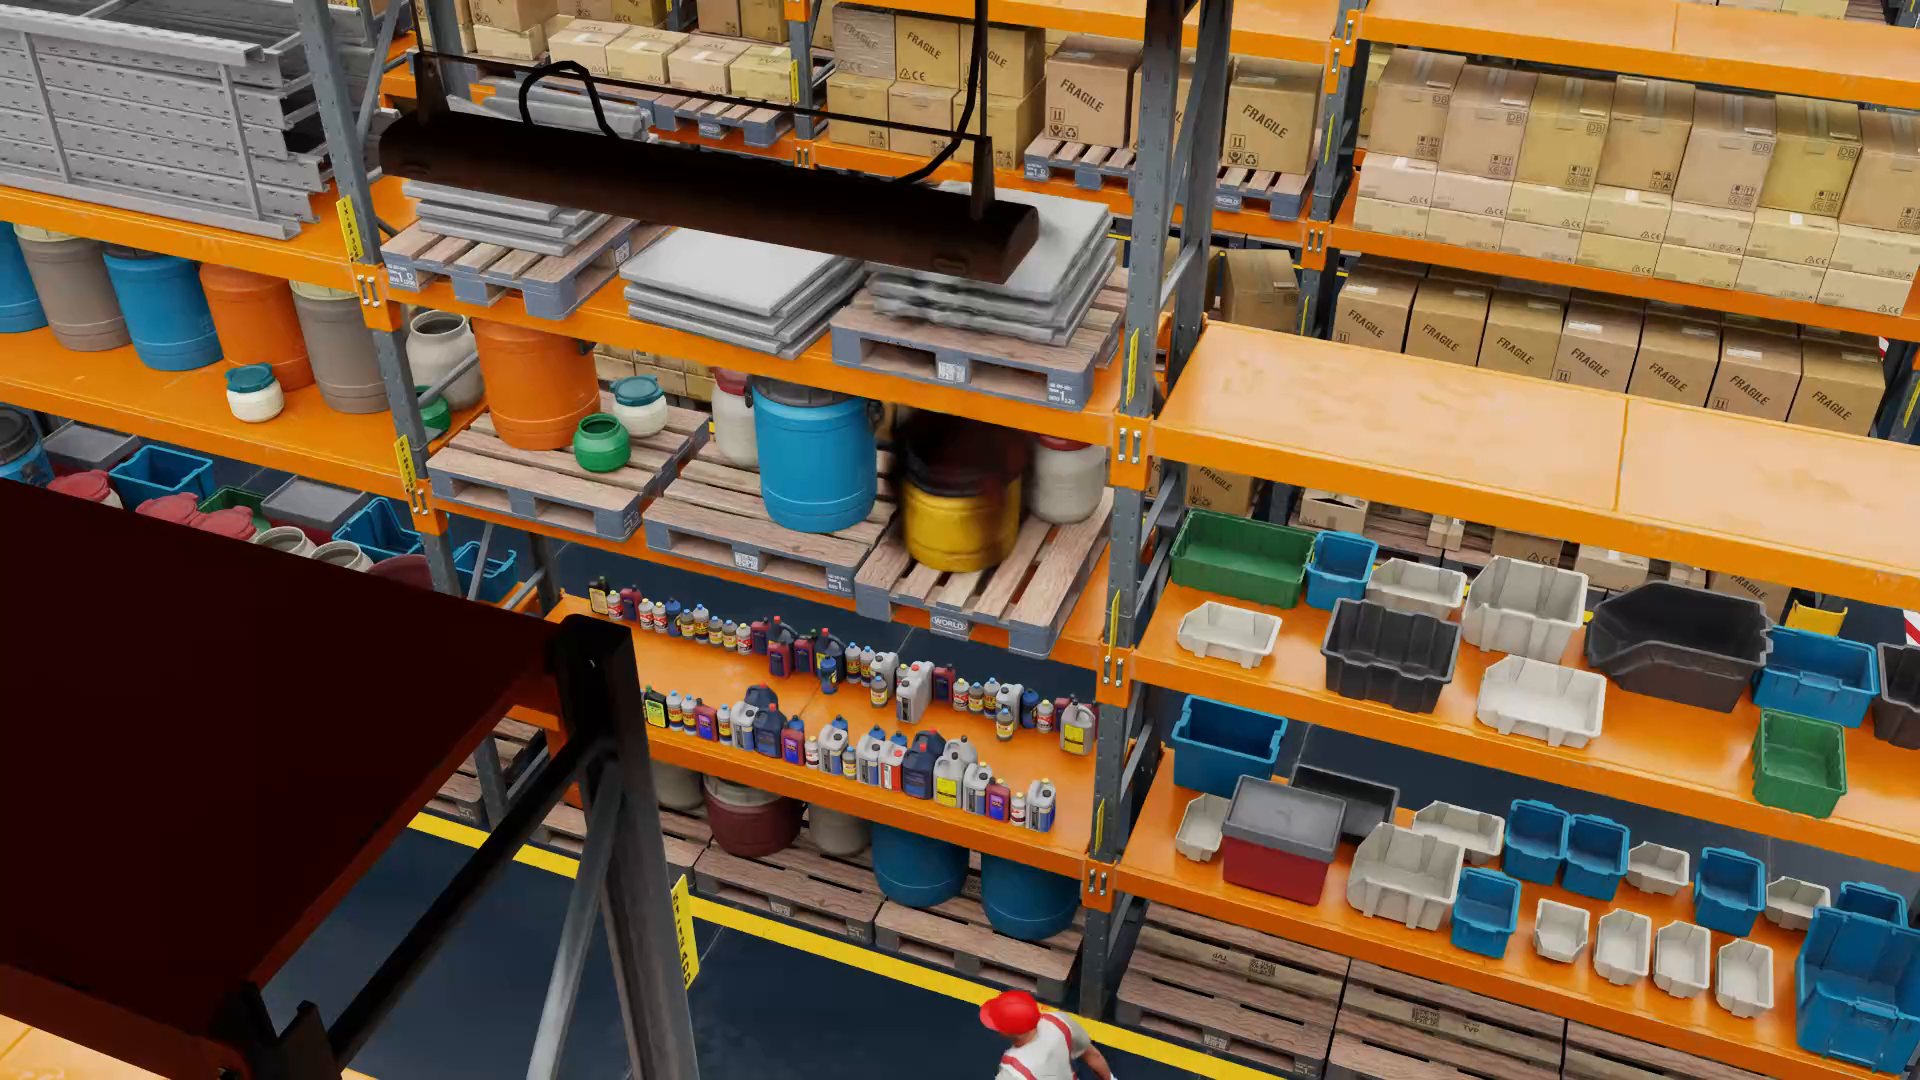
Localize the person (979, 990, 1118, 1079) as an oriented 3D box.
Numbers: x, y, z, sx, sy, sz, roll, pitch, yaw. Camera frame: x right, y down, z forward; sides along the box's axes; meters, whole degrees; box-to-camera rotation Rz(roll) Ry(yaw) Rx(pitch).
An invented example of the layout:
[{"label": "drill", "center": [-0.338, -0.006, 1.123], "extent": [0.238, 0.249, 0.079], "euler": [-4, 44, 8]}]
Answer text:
[{"label": "person", "center": [0.402, 2.806, 8.132], "extent": [0.670, 1.731, 0.679], "euler": [21, 41, 26]}]
